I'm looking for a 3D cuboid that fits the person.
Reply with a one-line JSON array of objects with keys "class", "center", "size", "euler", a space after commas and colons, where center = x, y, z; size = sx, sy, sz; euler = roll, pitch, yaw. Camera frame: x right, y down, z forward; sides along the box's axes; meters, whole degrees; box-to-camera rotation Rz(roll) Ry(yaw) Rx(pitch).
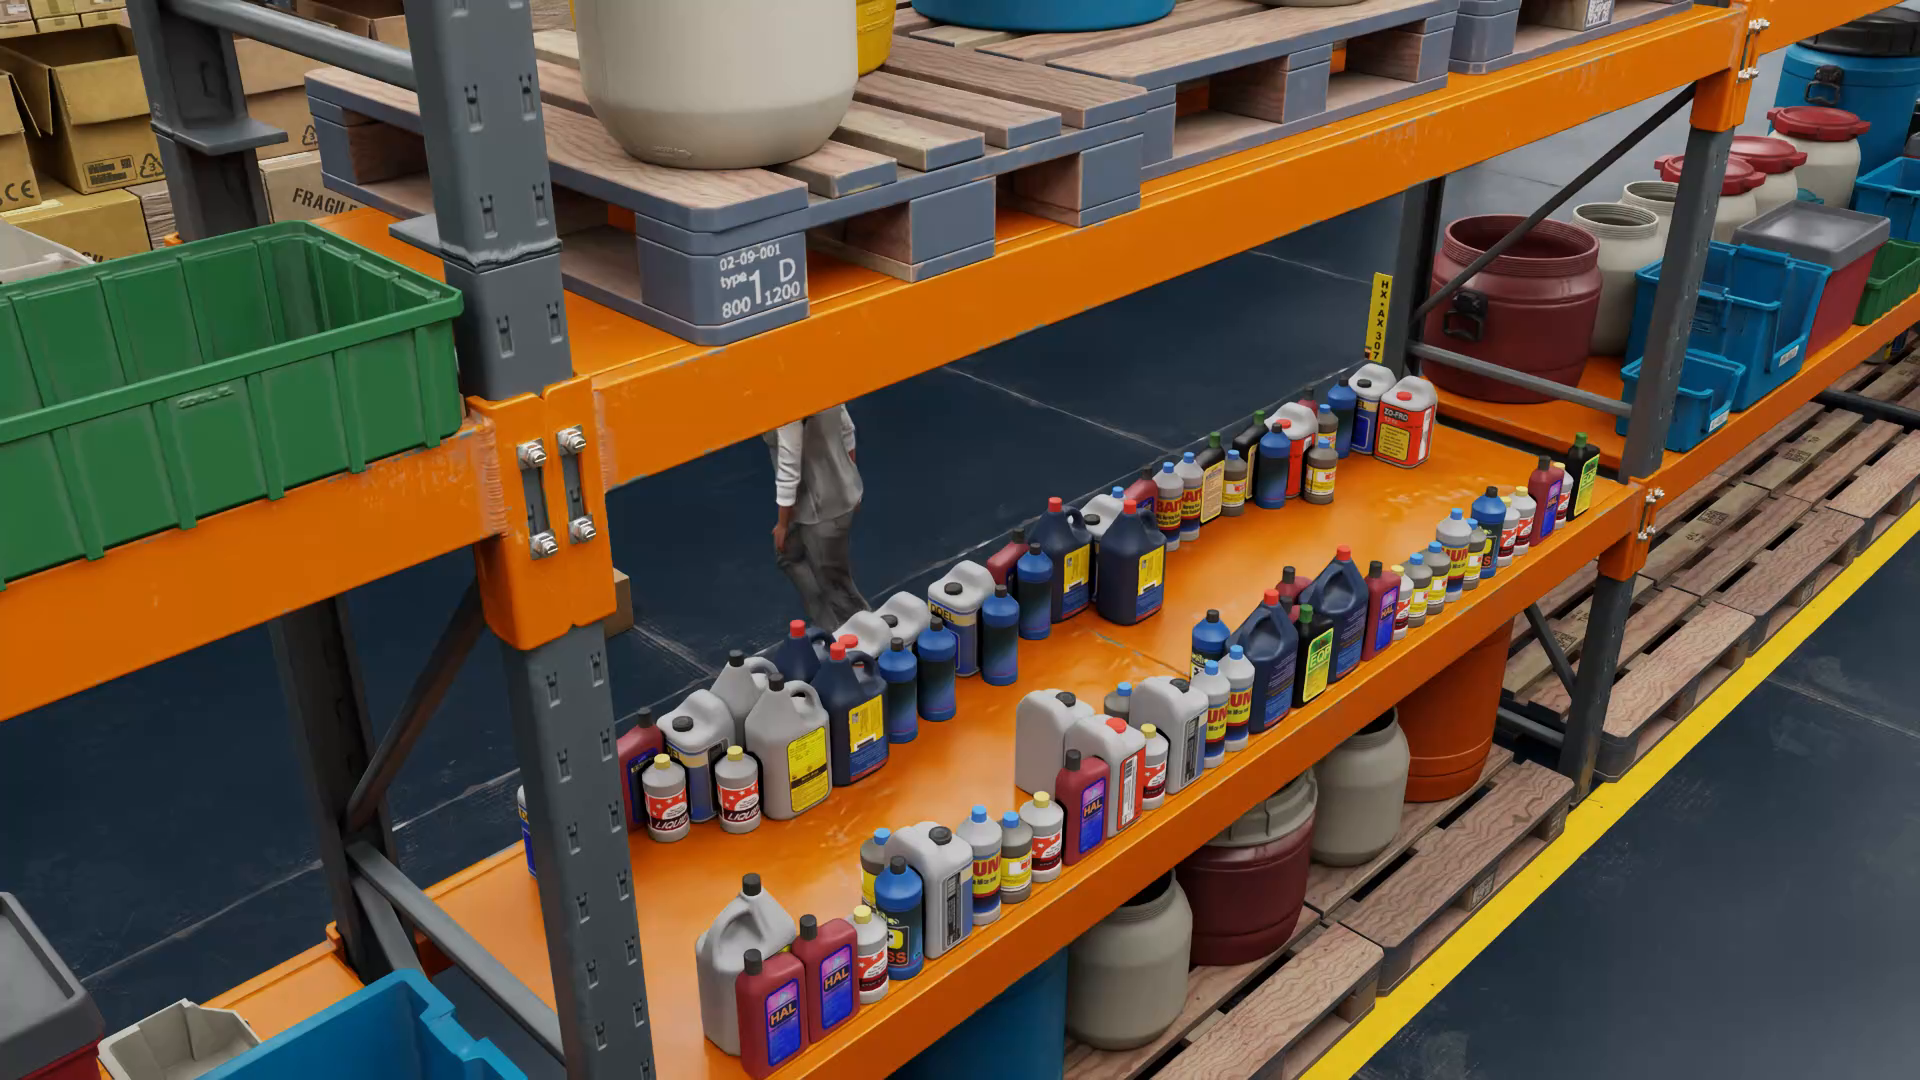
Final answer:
[{"class": "person", "center": [-0.516, -0.122, 6.326], "size": [0.492, 1.581, 0.424], "euler": [5, 29, 10]}]
